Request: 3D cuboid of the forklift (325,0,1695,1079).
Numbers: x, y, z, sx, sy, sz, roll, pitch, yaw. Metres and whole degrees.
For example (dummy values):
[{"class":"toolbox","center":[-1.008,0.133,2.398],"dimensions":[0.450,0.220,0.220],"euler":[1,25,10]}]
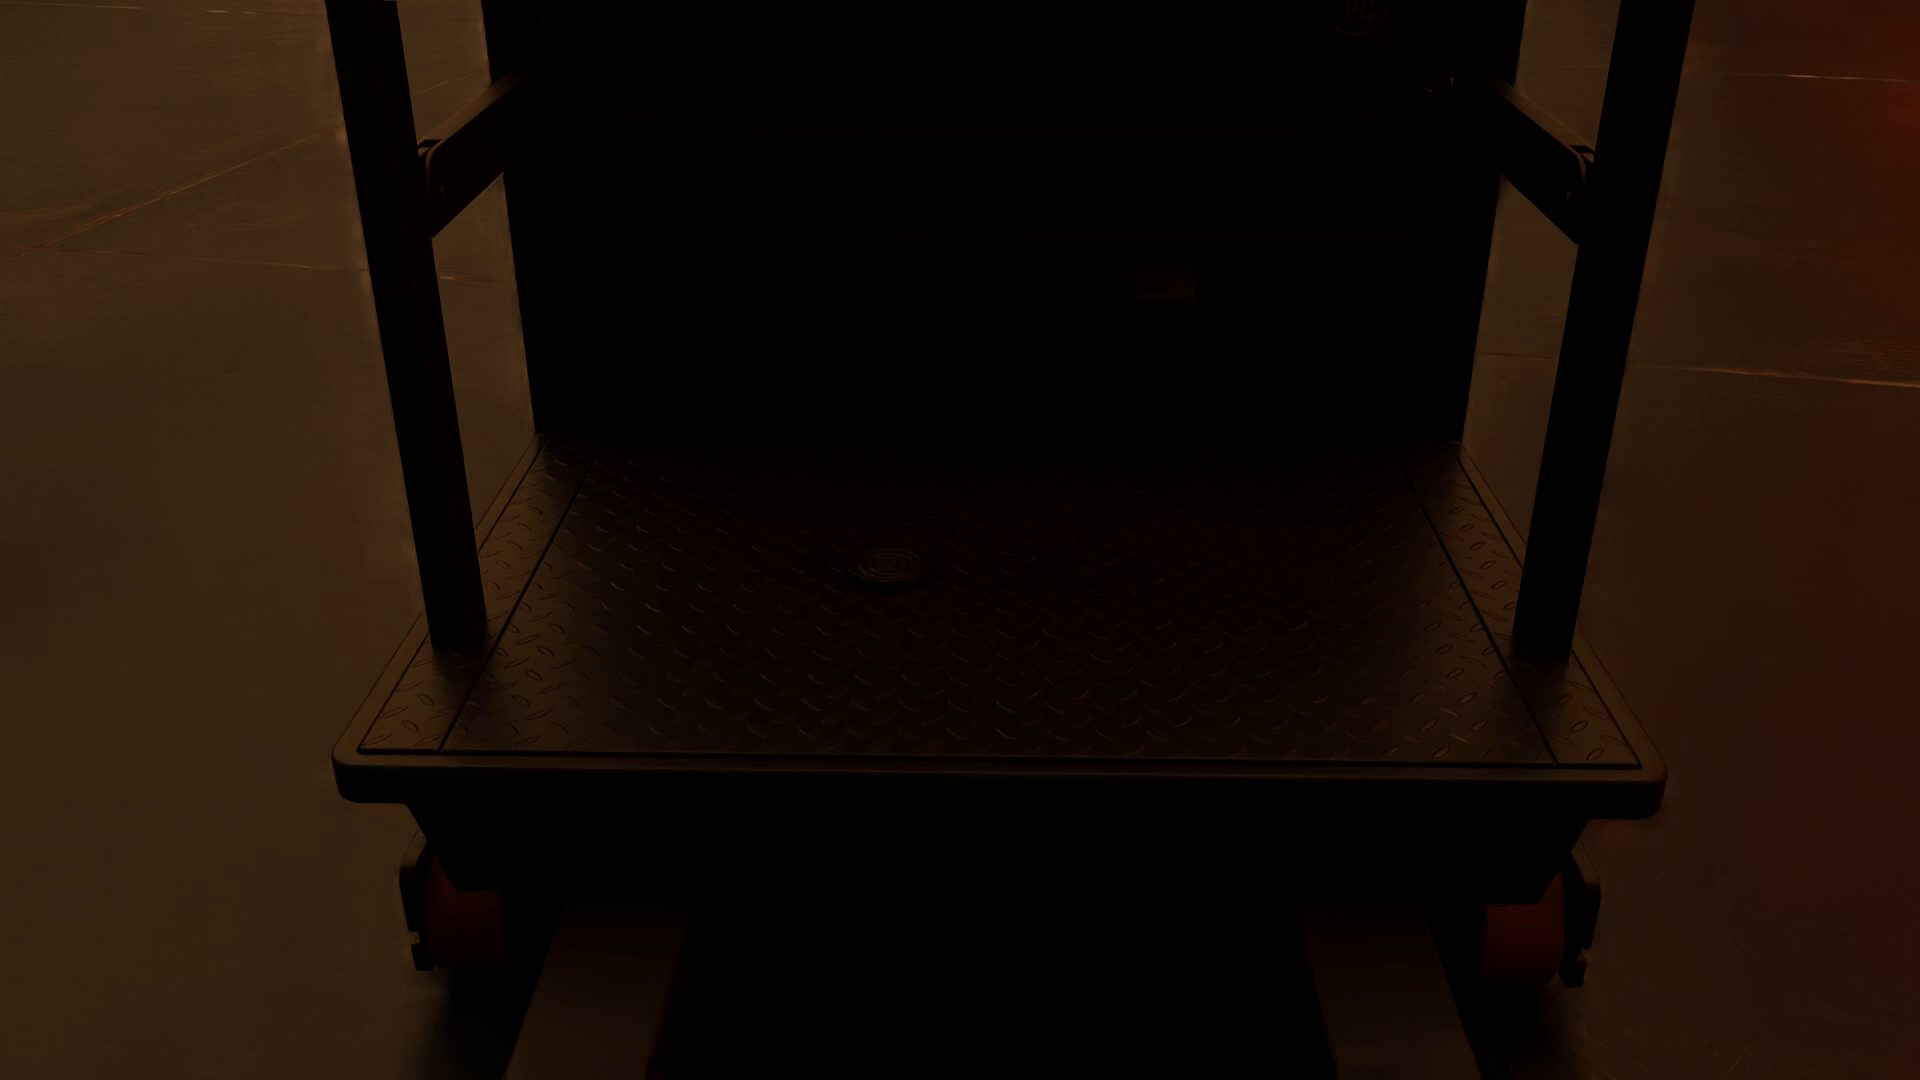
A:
[{"class":"forklift","center":[0.038,-1.016,1.260],"dimensions":[1.130,2.935,3.031],"euler":[1,27,1]}]
